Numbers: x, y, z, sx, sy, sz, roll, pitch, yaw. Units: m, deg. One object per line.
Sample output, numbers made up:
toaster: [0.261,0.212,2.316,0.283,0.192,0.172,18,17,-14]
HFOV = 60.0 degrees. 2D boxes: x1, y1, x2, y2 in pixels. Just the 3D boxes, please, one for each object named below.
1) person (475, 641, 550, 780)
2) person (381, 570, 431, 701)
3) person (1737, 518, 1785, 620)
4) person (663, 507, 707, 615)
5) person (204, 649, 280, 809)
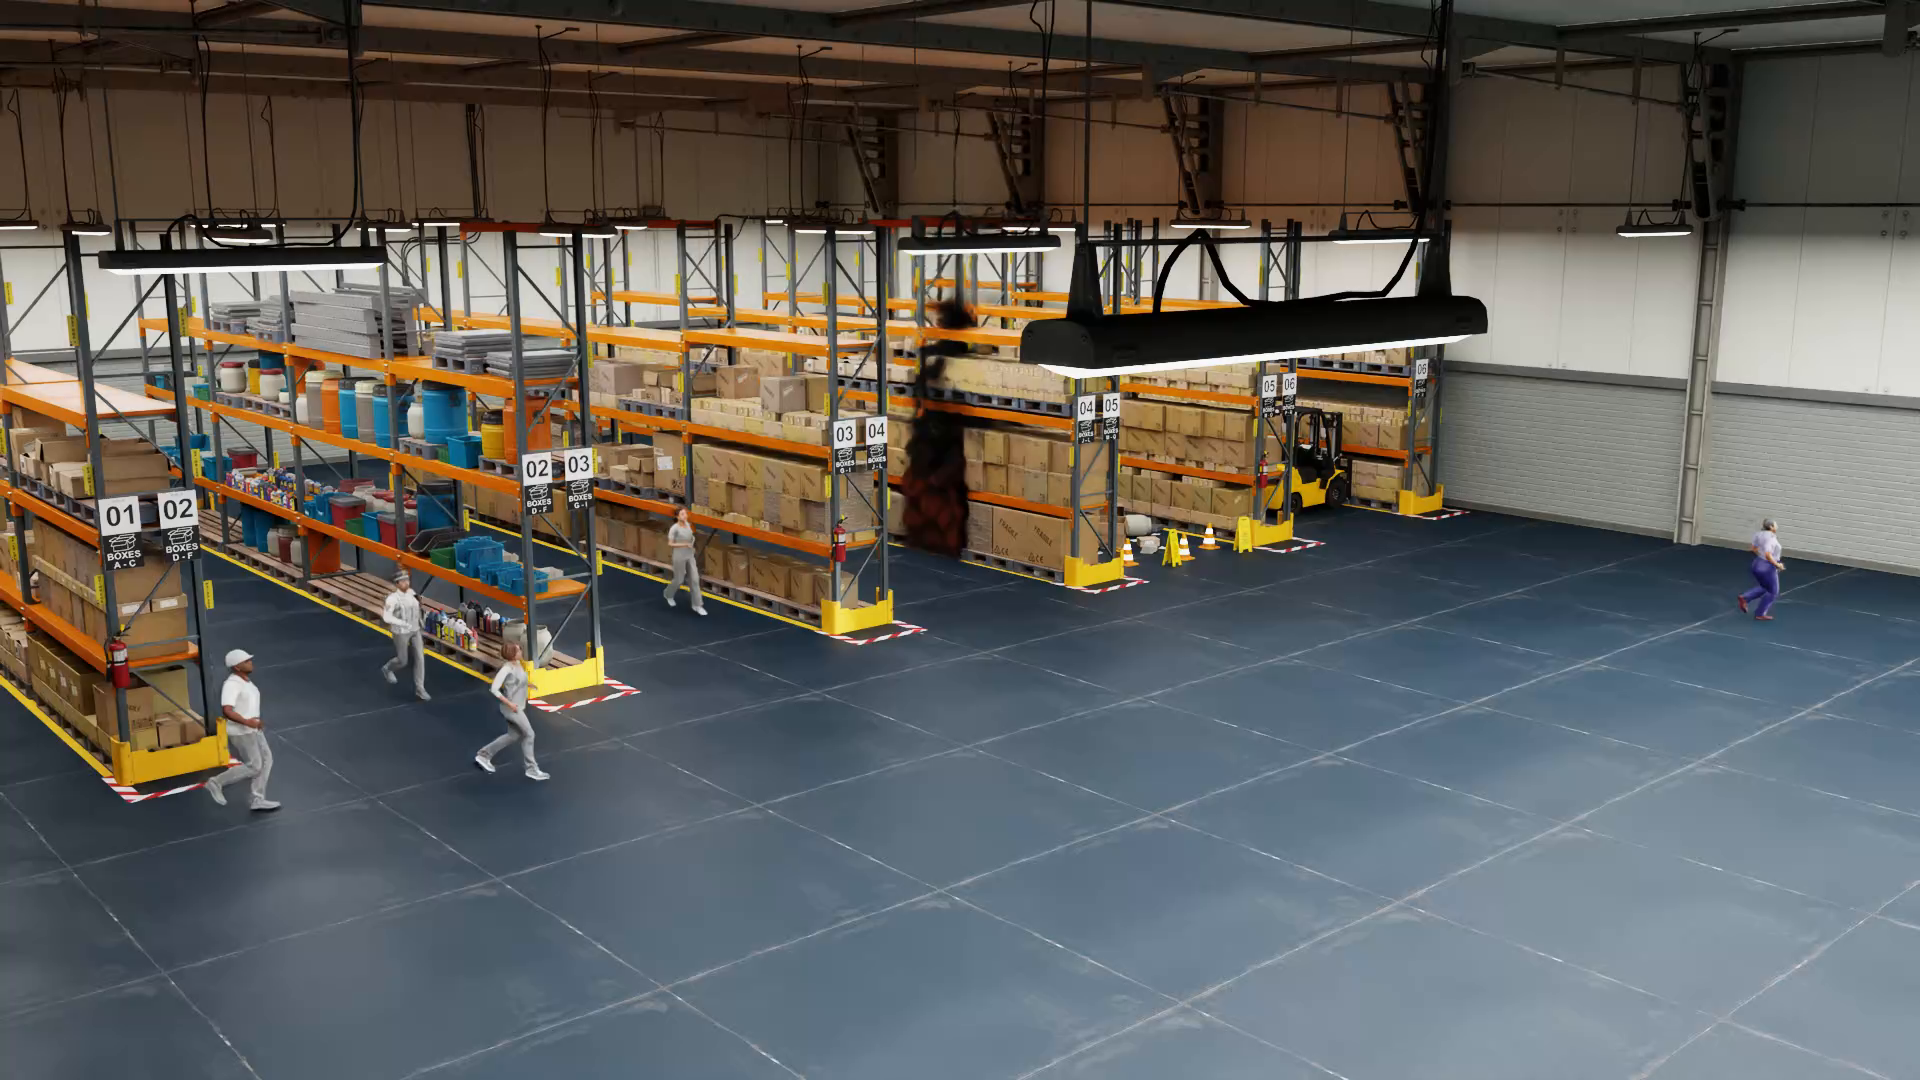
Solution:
person: [-5.004,1.897,18.471,0.801,1.602,0.528,-2,12,-9]
person: [-7.229,1.209,21.662,0.882,1.700,0.617,8,14,36]
person: [12.365,0.484,25.637,0.556,1.519,0.594,0,11,0]
person: [-4.335,0.302,26.027,0.951,1.673,0.565,10,15,41]
person: [-7.628,2.006,17.613,0.718,1.724,0.726,-2,12,-11]
